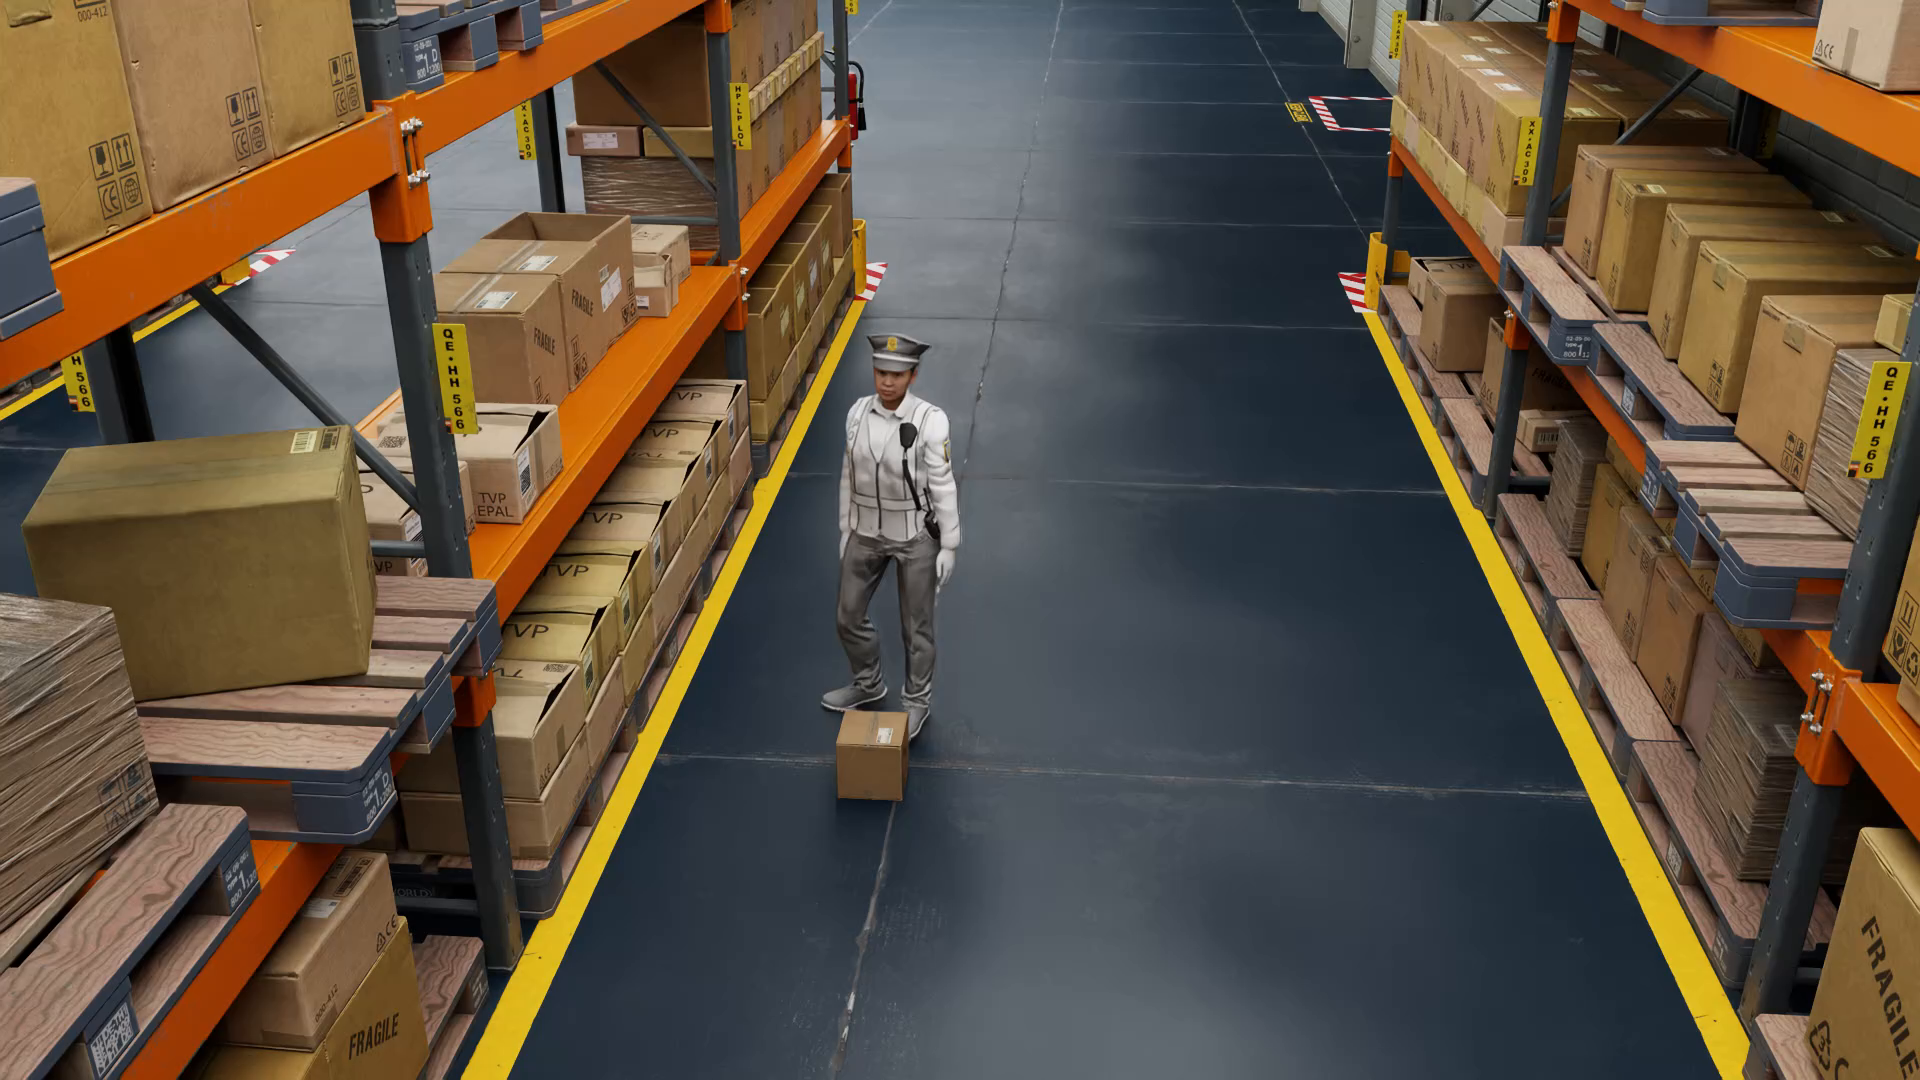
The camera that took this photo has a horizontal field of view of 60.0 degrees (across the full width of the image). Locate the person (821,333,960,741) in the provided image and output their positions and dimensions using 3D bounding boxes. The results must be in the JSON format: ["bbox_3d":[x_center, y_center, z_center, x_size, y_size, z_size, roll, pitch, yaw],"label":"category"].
[{"bbox_3d":[-0.296,-0.018,6.597,0.635,1.698,0.365,10,26,21],"label":"person"}]
